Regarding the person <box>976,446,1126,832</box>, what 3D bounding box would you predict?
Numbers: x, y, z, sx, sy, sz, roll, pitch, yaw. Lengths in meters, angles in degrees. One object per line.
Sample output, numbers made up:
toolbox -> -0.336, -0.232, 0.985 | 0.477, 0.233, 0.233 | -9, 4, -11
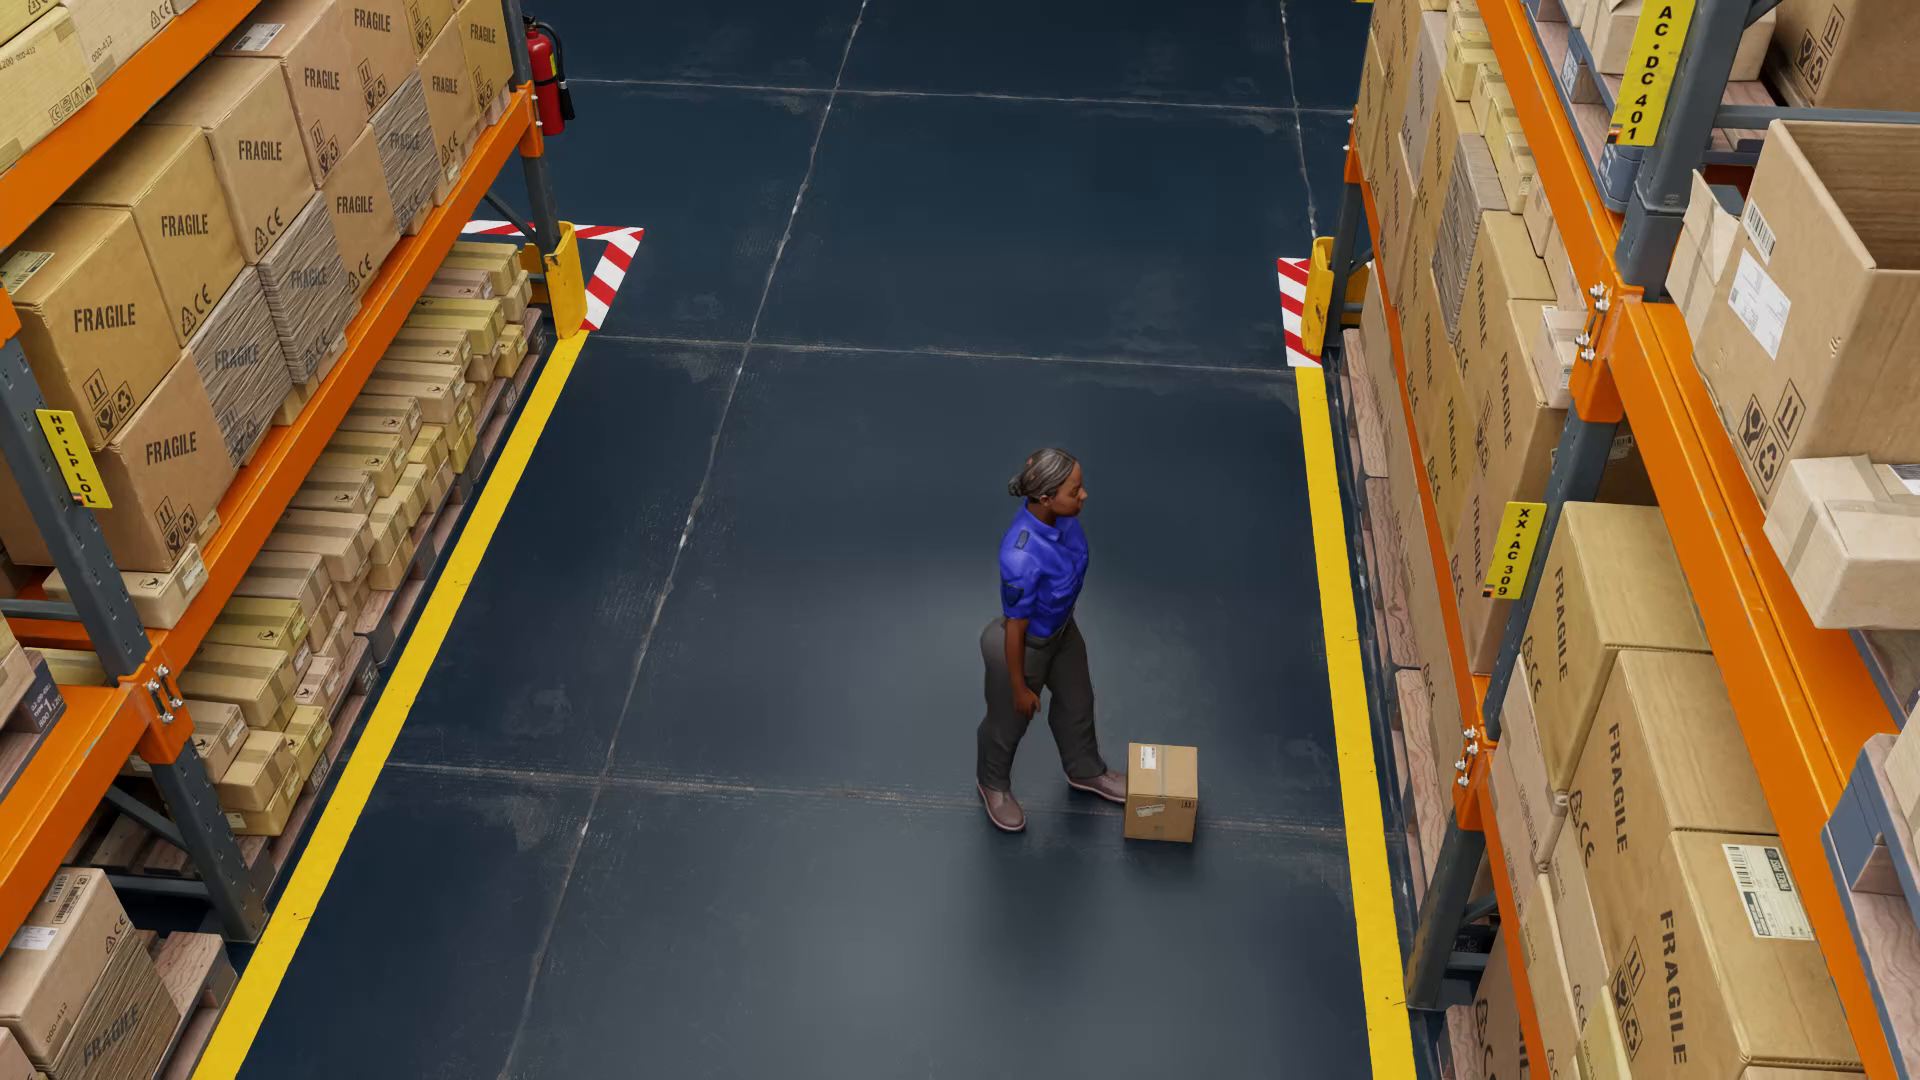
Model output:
person -> 0.333, 0.375, 5.706 | 0.582, 1.649, 0.501 | 20, 44, 22
